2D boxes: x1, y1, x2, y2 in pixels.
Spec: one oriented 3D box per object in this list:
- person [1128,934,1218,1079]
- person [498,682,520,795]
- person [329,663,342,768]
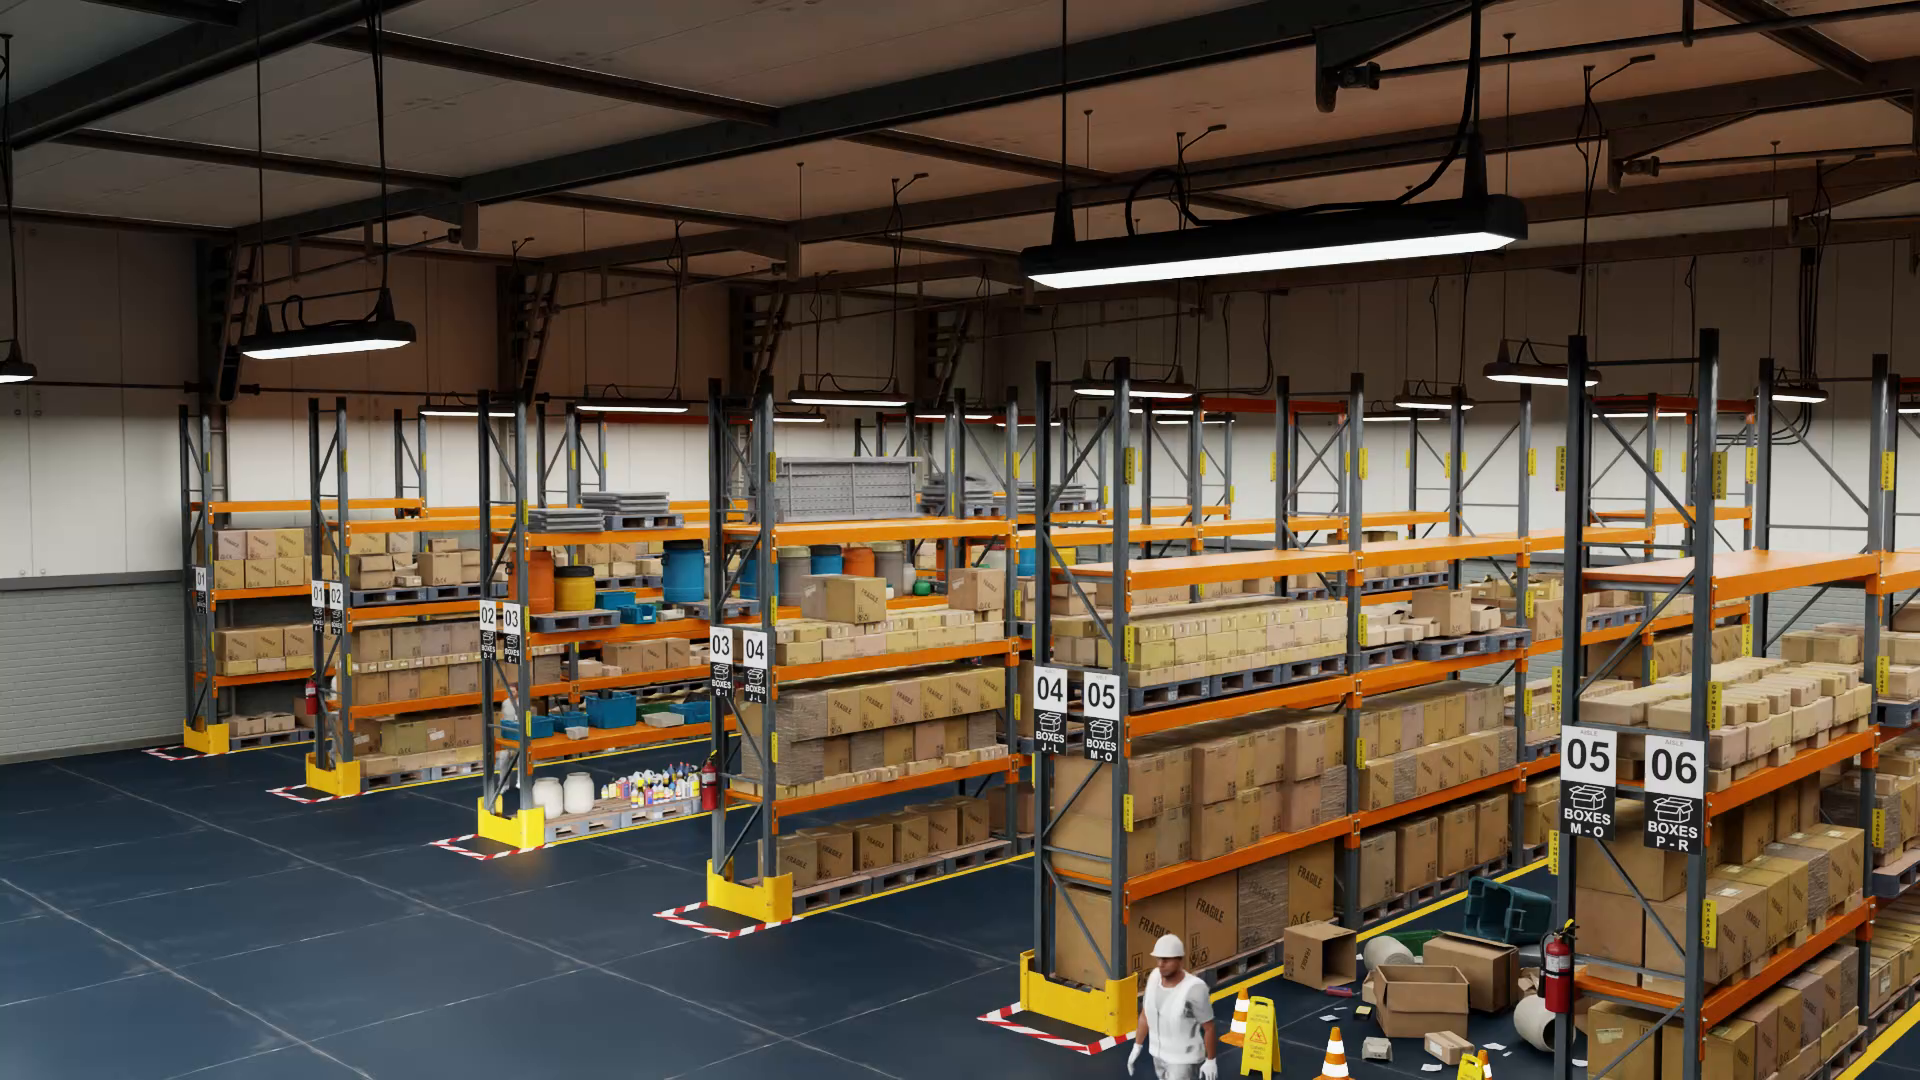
[{"bbox_3d":[1.442,3.645,11.692,0.901,1.741,0.565,-2,4,-34],"label":"person"},{"bbox_3d":[-6.800,3.019,25.389,0.469,1.724,0.667,0,3,-1],"label":"person"},{"bbox_3d":[-10.175,2.843,27.276,0.503,1.754,0.608,-2,4,-38],"label":"person"}]
